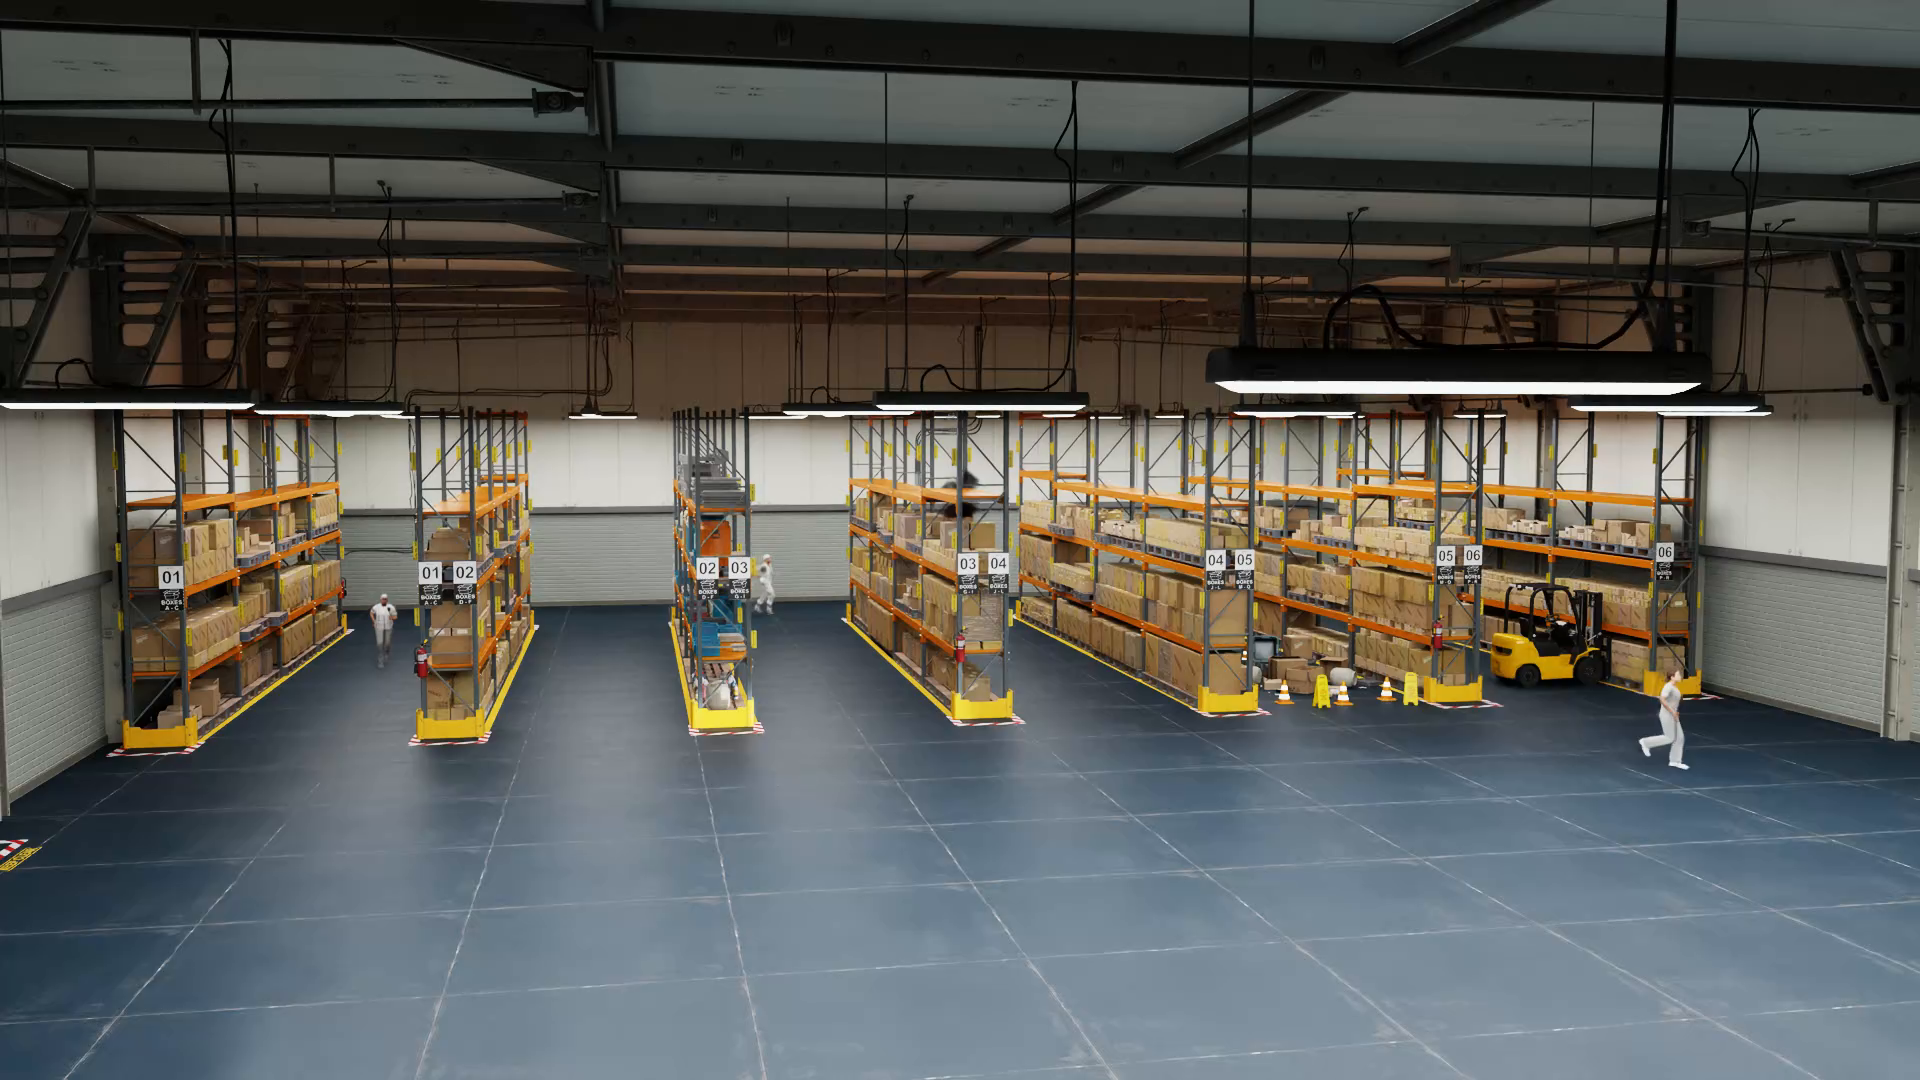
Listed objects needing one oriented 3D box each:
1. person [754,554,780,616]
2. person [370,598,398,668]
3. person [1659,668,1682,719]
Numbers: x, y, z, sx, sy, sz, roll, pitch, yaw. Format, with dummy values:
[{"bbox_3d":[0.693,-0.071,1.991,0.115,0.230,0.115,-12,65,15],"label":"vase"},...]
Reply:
[{"bbox_3d":[-5.750,1.330,49.307,0.785,1.840,0.640,1,4,10],"label":"person"},{"bbox_3d":[-13.517,2.129,39.063,0.593,1.706,0.815,-2,4,-24],"label":"person"},{"bbox_3d":[11.815,2.545,27.632,0.320,0.810,0.589,3,5,35],"label":"person"}]
